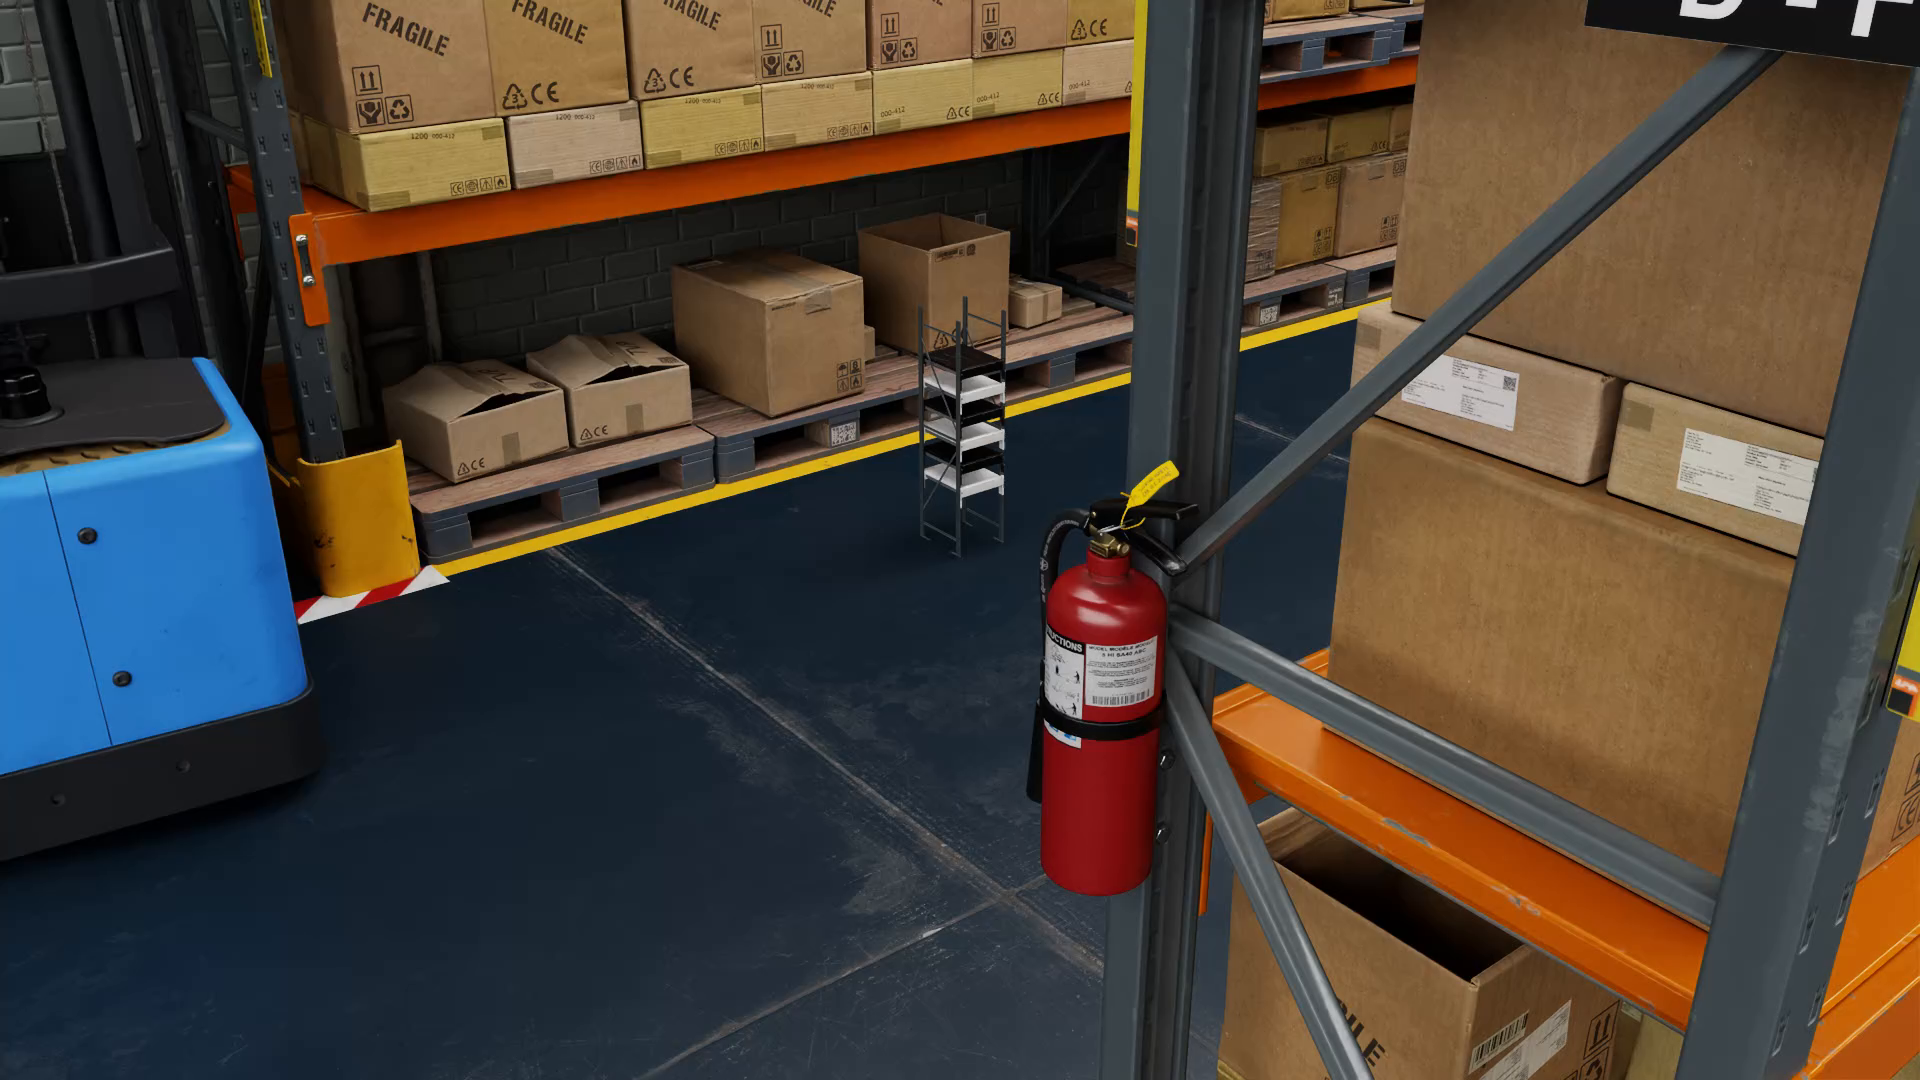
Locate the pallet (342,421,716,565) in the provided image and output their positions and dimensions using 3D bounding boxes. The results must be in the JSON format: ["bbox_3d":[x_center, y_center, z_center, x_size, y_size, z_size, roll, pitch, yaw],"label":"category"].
[{"bbox_3d":[-1.753,-0.320,6.689,1.213,0.211,1.003,-18,31,-34],"label":"pallet"}]

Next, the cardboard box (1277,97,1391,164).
[{"bbox_3d":[1.994,-2.260,9.111,0.500,0.250,0.500,-19,31,-35],"label":"cardboard box"}]

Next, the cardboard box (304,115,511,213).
[{"bbox_3d":[-1.894,-1.329,5.704,0.500,0.250,0.500,-19,31,-35],"label":"cardboard box"}]

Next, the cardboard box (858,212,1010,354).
[{"bbox_3d":[-0.119,-1.188,7.693,0.500,0.500,0.500,-21,32,-38],"label":"cardboard box"}]

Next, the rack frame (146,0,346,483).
[{"bbox_3d":[-2.474,-1.366,5.630,0.127,3.000,1.000,-18,31,-34],"label":"rack frame"}]

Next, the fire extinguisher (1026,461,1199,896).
[{"bbox_3d":[0.206,0.186,2.378,0.183,0.674,0.296,-18,31,-34],"label":"fire extinguisher"}]

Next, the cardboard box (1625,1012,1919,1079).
[{"bbox_3d":[1.537,0.795,2.851,0.500,0.500,0.500,-18,31,-34],"label":"cardboard box"}]

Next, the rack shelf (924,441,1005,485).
[{"bbox_3d":[0.006,-0.298,6.117,0.200,0.077,0.258,-18,31,-34],"label":"rack shelf"}]

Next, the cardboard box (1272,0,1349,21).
[{"bbox_3d":[1.539,-2.914,8.323,0.500,0.500,0.700,-15,29,-29],"label":"cardboard box"}]

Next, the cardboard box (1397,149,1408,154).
[{"bbox_3d":[2.436,-2.072,9.598,0.500,0.500,0.700,-18,31,-34],"label":"cardboard box"}]

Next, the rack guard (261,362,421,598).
[{"bbox_3d":[-2.415,-0.252,6.199,0.348,0.500,1.175,-18,31,-34],"label":"rack guard"}]

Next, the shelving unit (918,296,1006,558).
[{"bbox_3d":[0.006,-0.410,6.065,0.210,0.900,0.258,-18,31,-34],"label":"shelving unit"}]

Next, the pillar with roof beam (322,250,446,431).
[{"bbox_3d":[0.199,-3.129,2.304,0.400,9.000,9.100,-18,31,-34],"label":"pillar with roof beam"}]

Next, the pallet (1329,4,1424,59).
[{"bbox_3d":[2.289,-2.829,9.011,1.213,0.211,1.003,-18,31,-34],"label":"pallet"}]

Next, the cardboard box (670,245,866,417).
[{"bbox_3d":[-0.818,-0.904,7.081,0.500,0.500,0.700,-21,32,-37],"label":"cardboard box"}]

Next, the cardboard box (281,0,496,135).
[{"bbox_3d":[-1.913,-1.672,5.552,0.500,0.500,0.500,-18,31,-34],"label":"cardboard box"}]

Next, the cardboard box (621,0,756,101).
[{"bbox_3d":[-1.108,-1.929,6.106,0.500,0.500,0.500,-19,31,-36],"label":"cardboard box"}]

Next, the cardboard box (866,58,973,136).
[{"bbox_3d":[-0.296,-1.860,6.849,0.500,0.250,0.500,-18,31,-34],"label":"cardboard box"}]

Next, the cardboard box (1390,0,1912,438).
[{"bbox_3d":[1.002,-0.491,2.084,0.500,0.500,0.700,-18,30,-34],"label":"cardboard box"}]

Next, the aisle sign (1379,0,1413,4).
[{"bbox_3d":[0.352,-0.985,1.722,0.004,0.787,0.394,-18,31,-34],"label":"aisle sign"}]

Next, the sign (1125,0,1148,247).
[{"bbox_3d":[0.261,-0.542,2.198,0.005,0.325,0.100,-18,31,-34],"label":"sign"}]

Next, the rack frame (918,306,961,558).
[{"bbox_3d":[-0.074,-0.384,6.008,0.006,0.900,0.240,-18,31,-34],"label":"rack frame"}]

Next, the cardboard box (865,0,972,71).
[{"bbox_3d":[-0.300,-2.202,6.695,0.500,0.500,0.500,-19,31,-35],"label":"cardboard box"}]

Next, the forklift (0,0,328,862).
[{"bbox_3d":[-2.998,-1.046,5.021,1.130,2.935,3.031,-14,29,-28],"label":"forklift"}]

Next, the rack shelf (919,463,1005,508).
[{"bbox_3d":[0.006,-0.217,6.155,0.200,0.077,0.258,-18,31,-34],"label":"rack shelf"}]

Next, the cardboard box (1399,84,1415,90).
[{"bbox_3d":[2.799,-2.518,9.669,0.500,0.250,0.500,-18,30,-33],"label":"cardboard box"}]

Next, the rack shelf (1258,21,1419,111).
[{"bbox_3d":[2.247,-2.598,9.140,4.000,0.370,1.077,-18,31,-34],"label":"rack shelf"}]

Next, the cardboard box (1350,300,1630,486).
[{"bbox_3d":[0.768,-0.228,2.289,0.250,0.149,0.380,-19,31,-35],"label":"cardboard box"}]

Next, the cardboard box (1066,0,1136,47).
[{"bbox_3d":[0.492,-2.461,7.253,0.500,0.500,0.500,-18,31,-34],"label":"cardboard box"}]

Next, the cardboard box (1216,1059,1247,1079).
[{"bbox_3d":[0.825,1.094,3.098,0.500,0.250,0.500,-18,31,-34],"label":"cardboard box"}]

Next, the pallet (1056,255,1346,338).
[{"bbox_3d":[1.285,-1.343,8.893,1.213,0.211,1.003,-18,31,-34],"label":"pallet"}]

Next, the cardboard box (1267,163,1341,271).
[{"bbox_3d":[1.618,-1.818,9.051,0.500,0.500,0.700,-19,31,-35],"label":"cardboard box"}]

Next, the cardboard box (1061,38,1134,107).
[{"bbox_3d":[0.488,-2.123,7.415,0.500,0.250,0.500,-18,30,-34],"label":"cardboard box"}]

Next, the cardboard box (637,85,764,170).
[{"bbox_3d":[-1.090,-1.599,6.286,0.500,0.250,0.500,-19,31,-35],"label":"cardboard box"}]

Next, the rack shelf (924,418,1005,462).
[{"bbox_3d":[0.006,-0.380,6.079,0.200,0.077,0.258,-18,31,-34],"label":"rack shelf"}]

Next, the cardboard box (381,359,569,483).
[{"bbox_3d":[-1.874,-0.496,6.426,0.500,0.311,0.500,-23,33,-40],"label":"cardboard box"}]

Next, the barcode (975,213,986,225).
[{"bbox_3d":[0.100,-1.555,8.104,0.075,0.075,0.001,-18,31,-34],"label":"barcode"}]
